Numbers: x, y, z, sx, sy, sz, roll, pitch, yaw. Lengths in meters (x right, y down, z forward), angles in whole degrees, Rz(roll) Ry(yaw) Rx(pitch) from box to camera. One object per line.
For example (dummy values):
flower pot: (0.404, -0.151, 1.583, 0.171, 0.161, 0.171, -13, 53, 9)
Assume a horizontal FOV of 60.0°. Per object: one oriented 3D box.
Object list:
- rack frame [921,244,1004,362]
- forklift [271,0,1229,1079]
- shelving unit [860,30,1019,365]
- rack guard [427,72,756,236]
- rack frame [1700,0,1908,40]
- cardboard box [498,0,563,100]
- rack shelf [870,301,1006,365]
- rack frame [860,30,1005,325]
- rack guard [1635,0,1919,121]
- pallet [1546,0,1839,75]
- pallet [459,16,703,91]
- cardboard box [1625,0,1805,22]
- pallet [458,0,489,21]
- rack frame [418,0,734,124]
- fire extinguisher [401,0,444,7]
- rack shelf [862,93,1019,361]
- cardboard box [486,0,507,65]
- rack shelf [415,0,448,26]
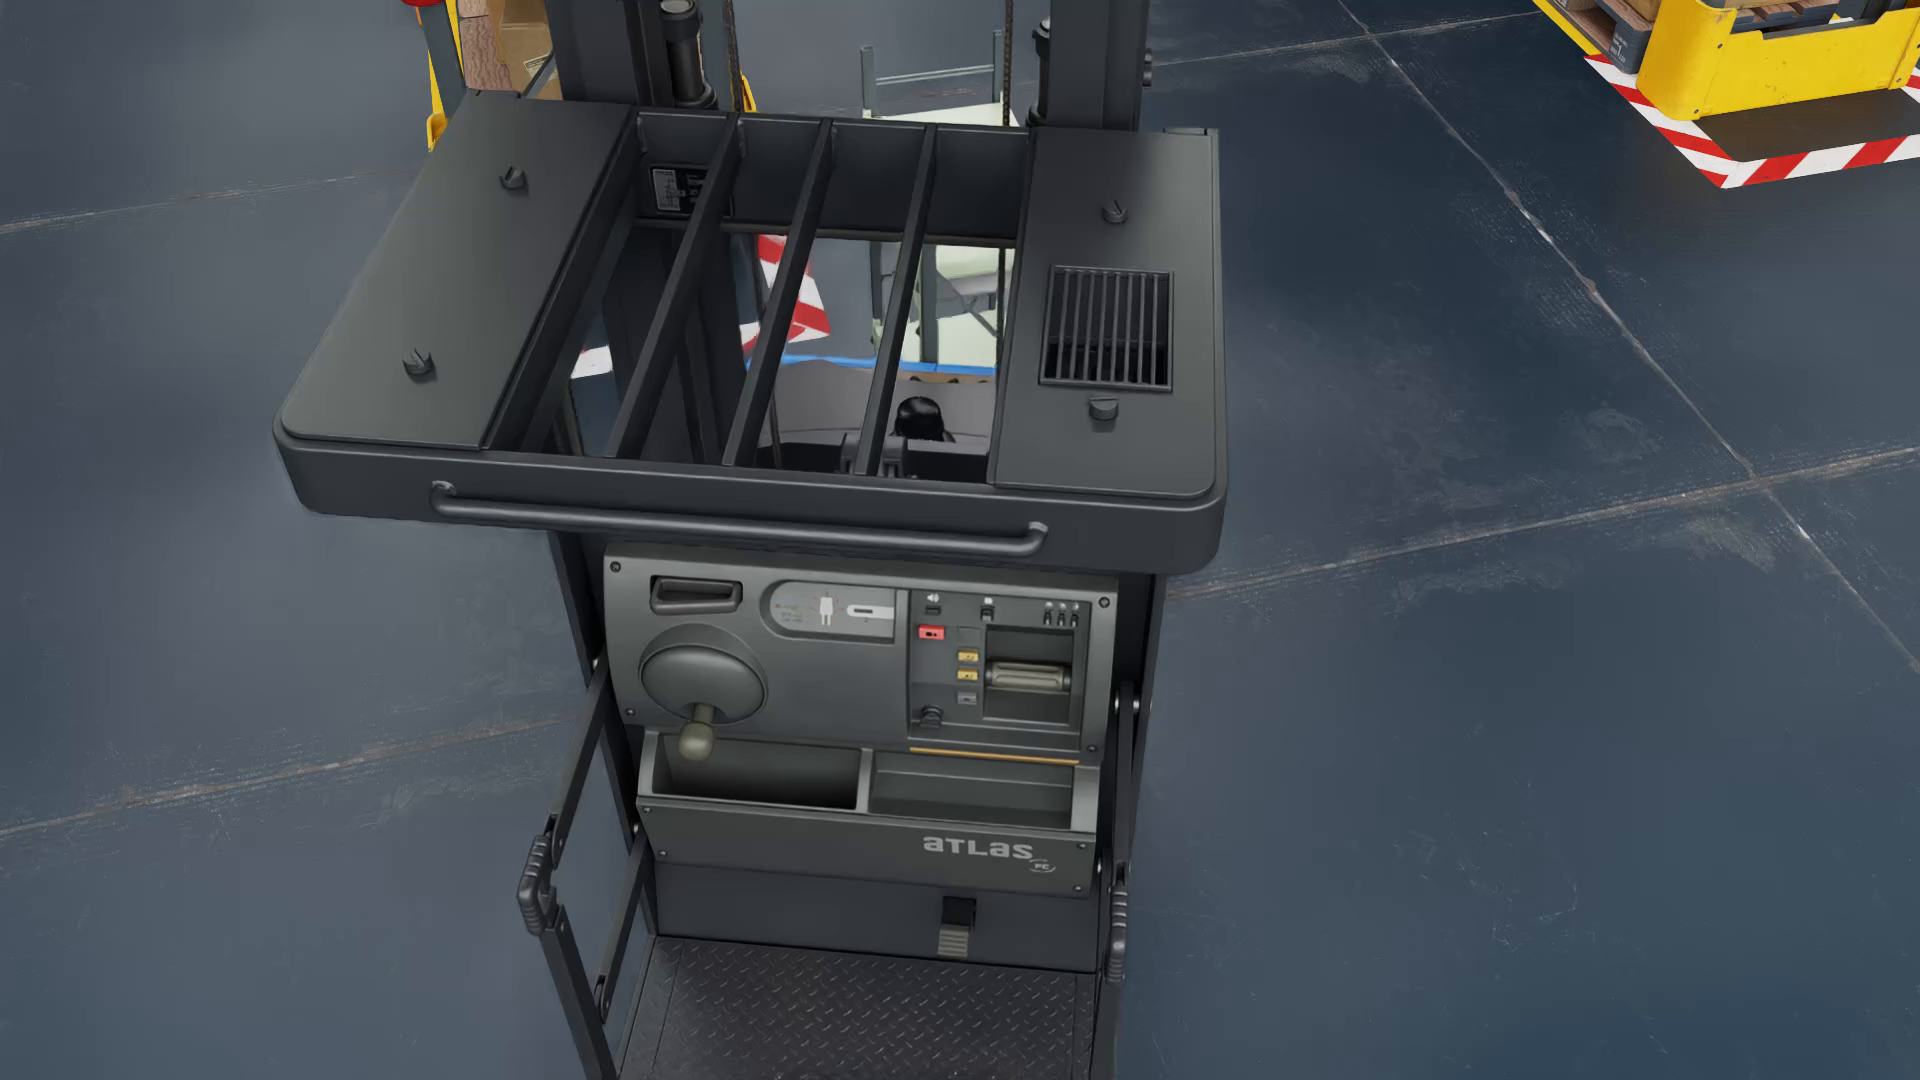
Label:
rack frame: (0.101, -0.309, 4.503, 0.400, 1.500, 0.023, -10, 46, -9)
forklift: (-0.204, 0.321, 2.883, 1.130, 2.935, 3.031, 4, 46, 4)
shelving unit: (0.016, -0.564, 4.752, 0.431, 1.500, 0.755, -10, 46, -9)
rack guard: (-1.343, -1.379, 6.251, 1.175, 0.500, 0.348, -11, 47, -10)
rack frame: (3.497, -3.038, 6.127, 1.000, 3.000, 0.127, -11, 47, -10)
cardboard box: (-1.467, -1.907, 6.475, 0.500, 0.500, 0.500, -3, 46, -3)
rack shelf: (0.016, -0.335, 4.985, 0.431, 0.370, 0.720, -10, 46, -9)
rack frame: (-0.069, -0.818, 5.001, 0.400, 1.500, 0.023, -10, 46, -9)
rack guard: (3.504, -2.147, 7.004, 1.175, 0.500, 0.348, -11, 47, -10)
pallet: (3.217, -2.600, 7.650, 1.003, 0.211, 1.213, -11, 47, -10)
pallet: (-1.516, -1.845, 6.910, 1.003, 0.211, 1.213, -11, 47, -10)
cardboard box: (3.260, -2.897, 7.183, 0.875, 0.875, 0.875, -10, 47, -10)
pallet: (-1.825, -2.685, 7.734, 1.003, 0.211, 1.213, -11, 47, -10)
rack frame: (-1.323, -2.201, 5.307, 1.000, 3.000, 0.127, -11, 47, -10)
fire extinguisher: (-1.739, -2.011, 5.174, 0.296, 0.674, 0.183, -11, 47, -10)
rack shelf: (0.016, -0.837, 4.473, 0.431, 0.370, 0.720, -10, 46, -9)
cardboard box: (-1.653, -2.314, 6.873, 0.500, 0.500, 0.500, 0, 46, 0)
rack shelf: (-1.835, -3.330, 6.917, 1.077, 0.370, 4.000, -11, 47, -10)
